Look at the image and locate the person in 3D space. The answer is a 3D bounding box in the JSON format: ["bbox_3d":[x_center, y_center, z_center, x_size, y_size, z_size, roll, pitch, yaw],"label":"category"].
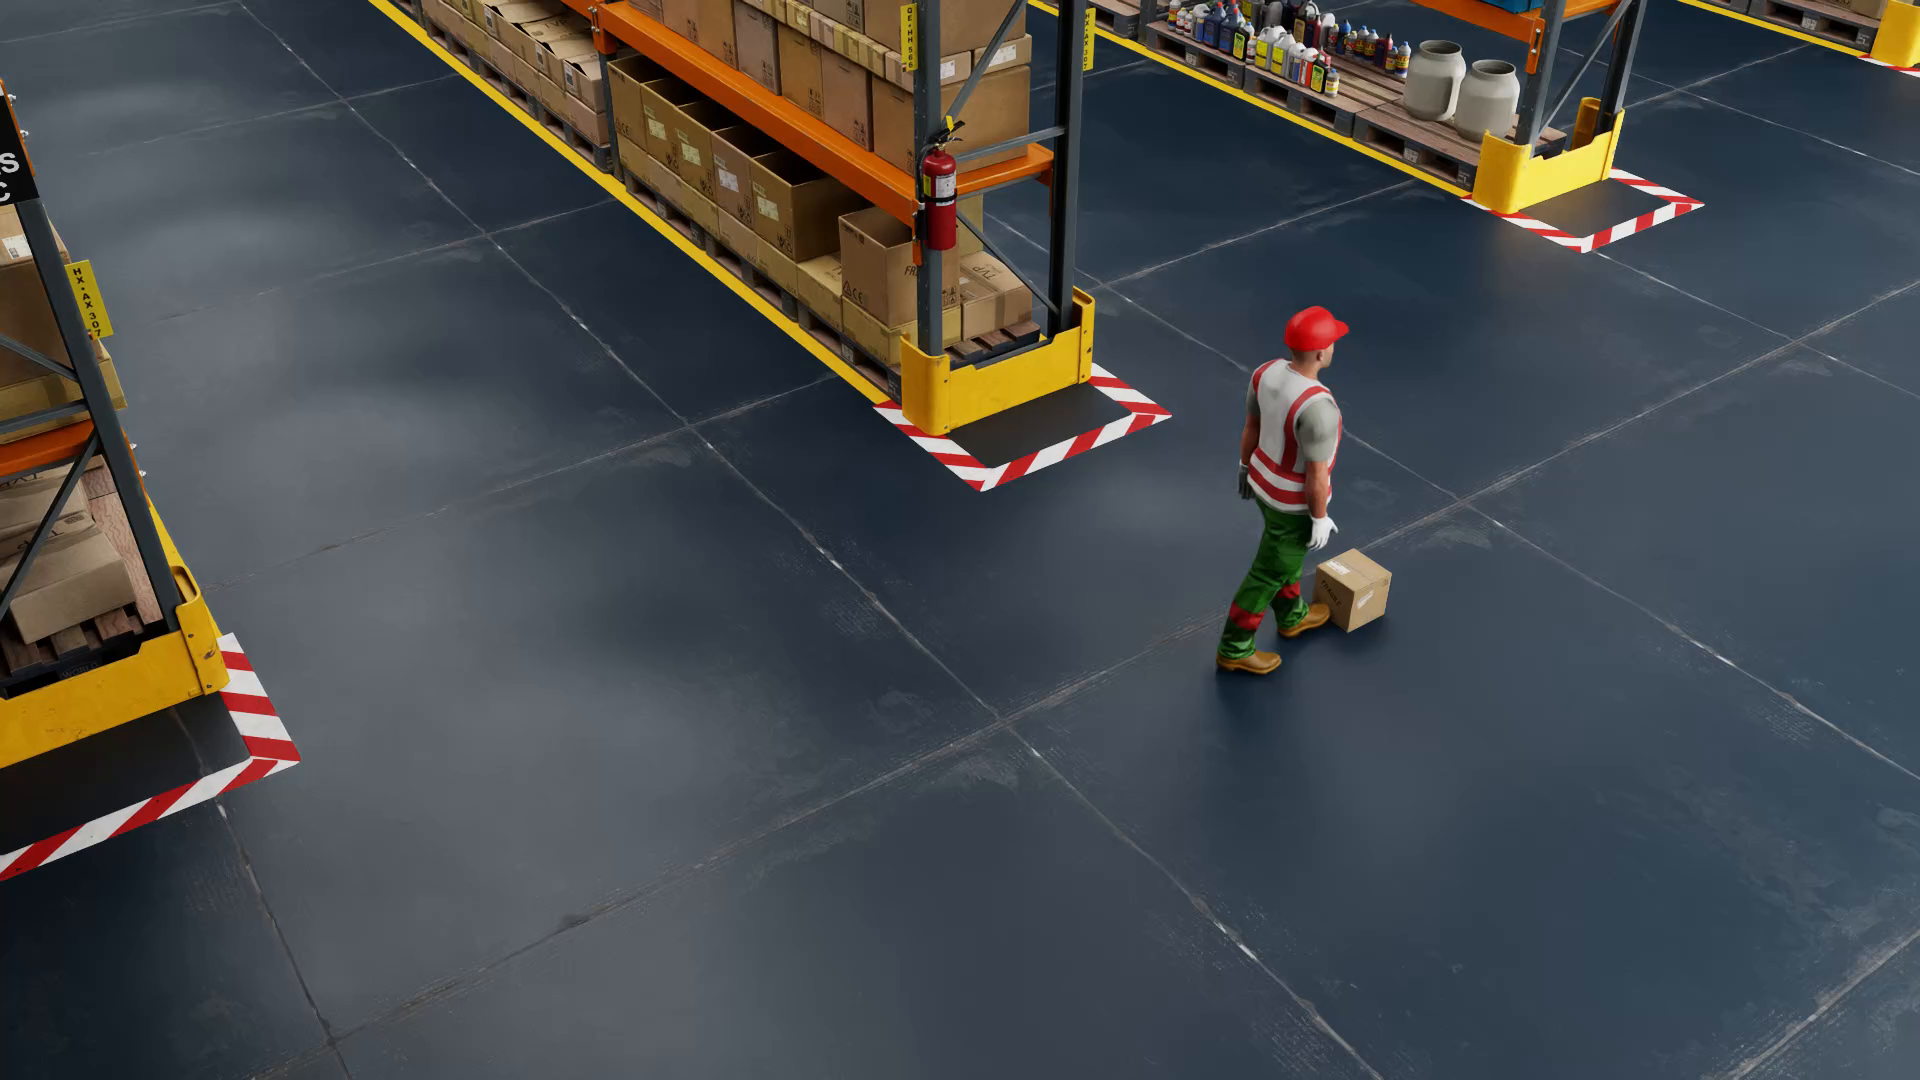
[{"bbox_3d":[1.489,-0.216,7.267,0.686,1.787,0.555,-11,37,-15],"label":"person"}]
